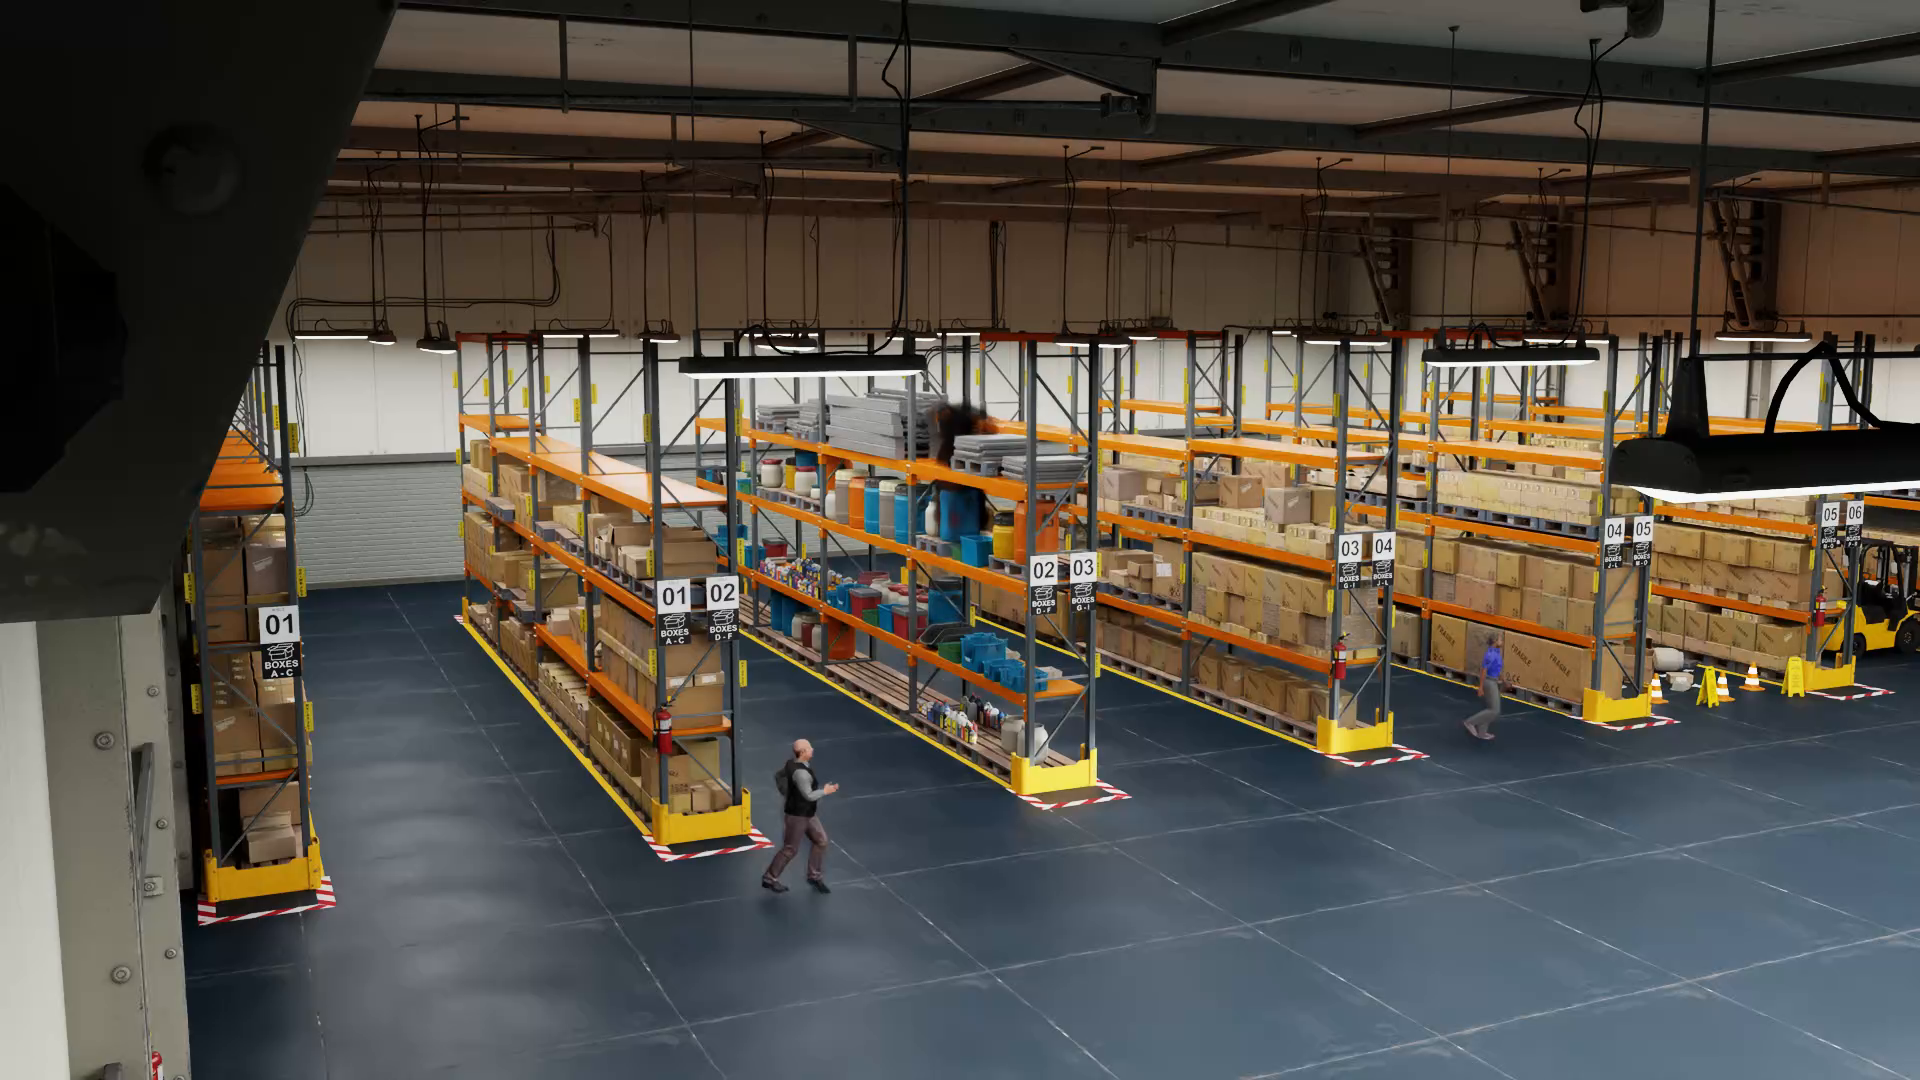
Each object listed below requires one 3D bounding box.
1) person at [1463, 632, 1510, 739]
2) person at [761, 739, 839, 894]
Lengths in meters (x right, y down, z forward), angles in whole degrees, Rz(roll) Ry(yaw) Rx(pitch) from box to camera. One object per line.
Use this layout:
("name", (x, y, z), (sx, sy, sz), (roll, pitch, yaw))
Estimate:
("person", (7.896, 2.186, 24.893), (0.671, 1.626, 0.625), (2, 8, 15))
("person", (-1.749, 3.043, 18.157), (0.851, 1.782, 0.603), (0, 8, -3))
